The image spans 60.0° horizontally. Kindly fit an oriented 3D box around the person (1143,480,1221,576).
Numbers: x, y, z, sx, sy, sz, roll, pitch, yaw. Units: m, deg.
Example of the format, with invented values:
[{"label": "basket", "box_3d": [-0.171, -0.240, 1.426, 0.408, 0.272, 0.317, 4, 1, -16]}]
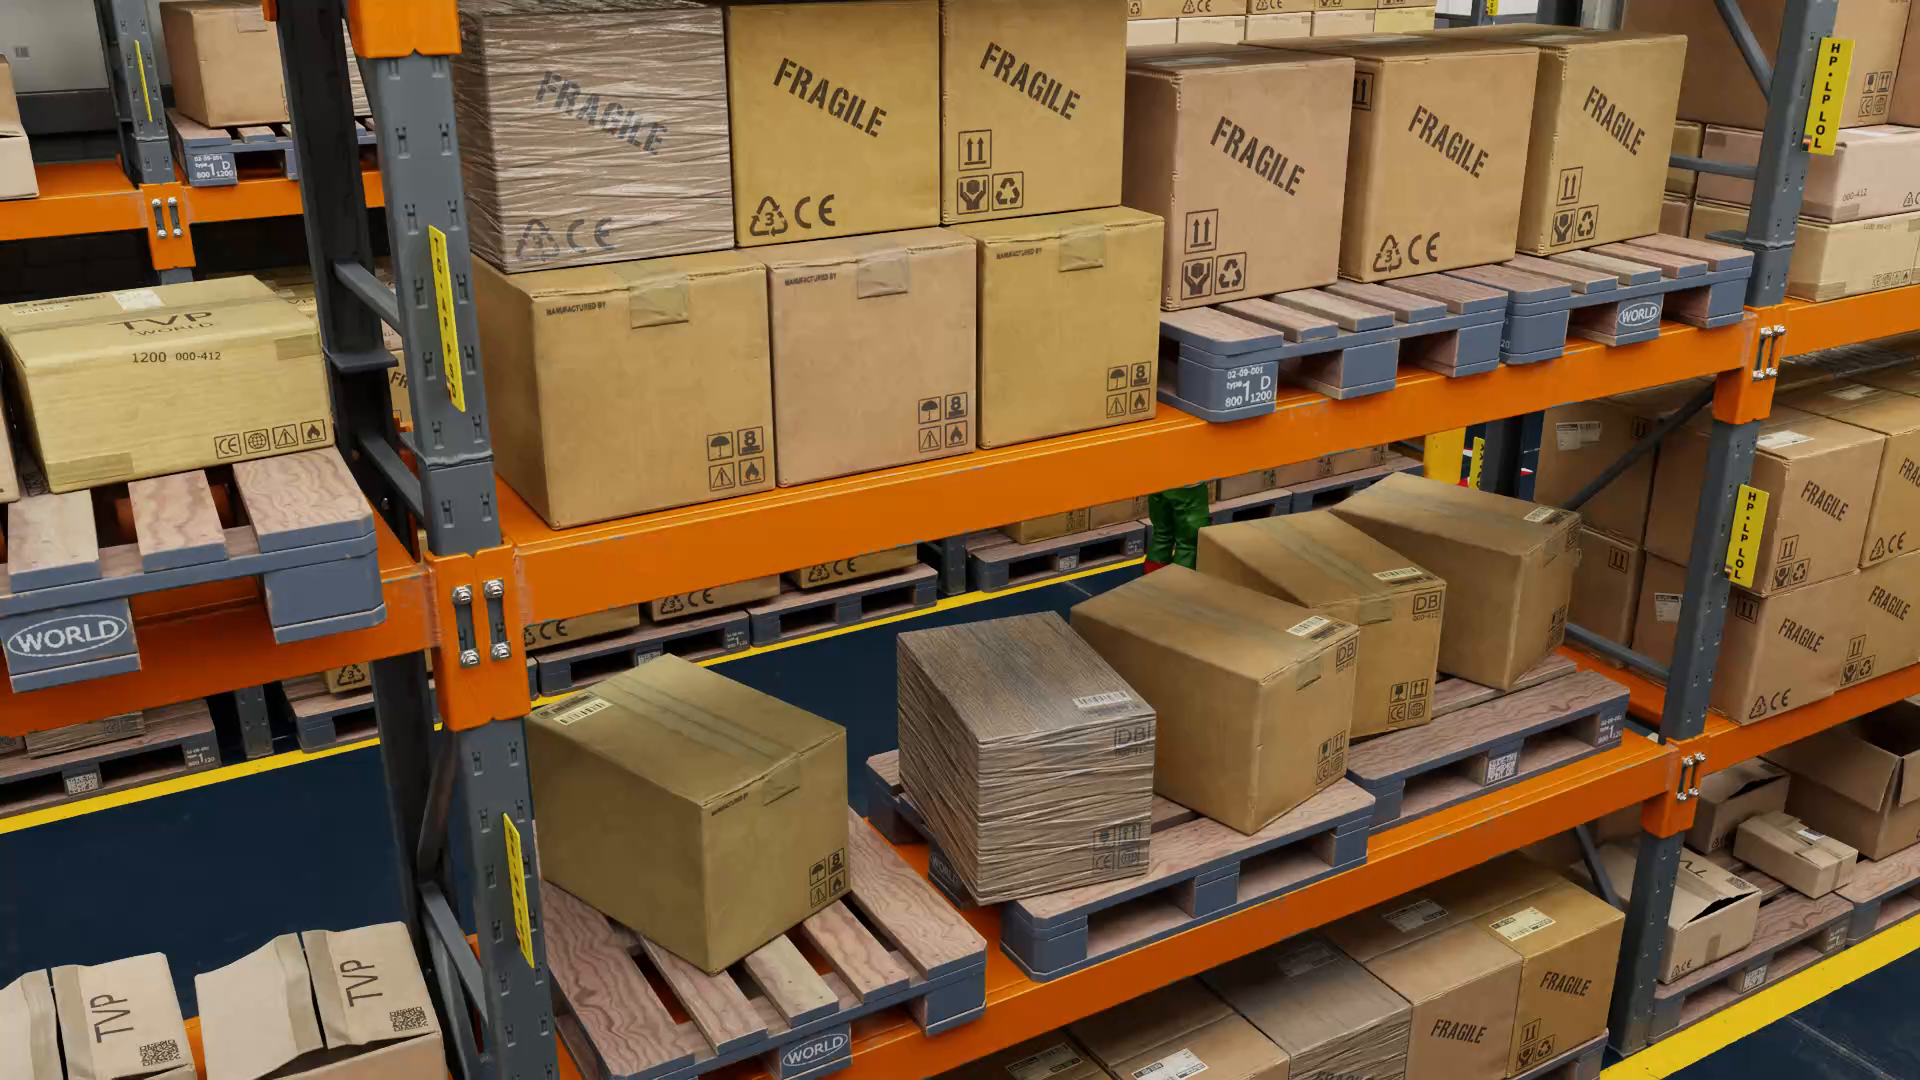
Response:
[{"label": "person", "box_3d": [1.247, -0.358, 9.473, 0.453, 1.778, 0.614, -14, 26, -32]}]
